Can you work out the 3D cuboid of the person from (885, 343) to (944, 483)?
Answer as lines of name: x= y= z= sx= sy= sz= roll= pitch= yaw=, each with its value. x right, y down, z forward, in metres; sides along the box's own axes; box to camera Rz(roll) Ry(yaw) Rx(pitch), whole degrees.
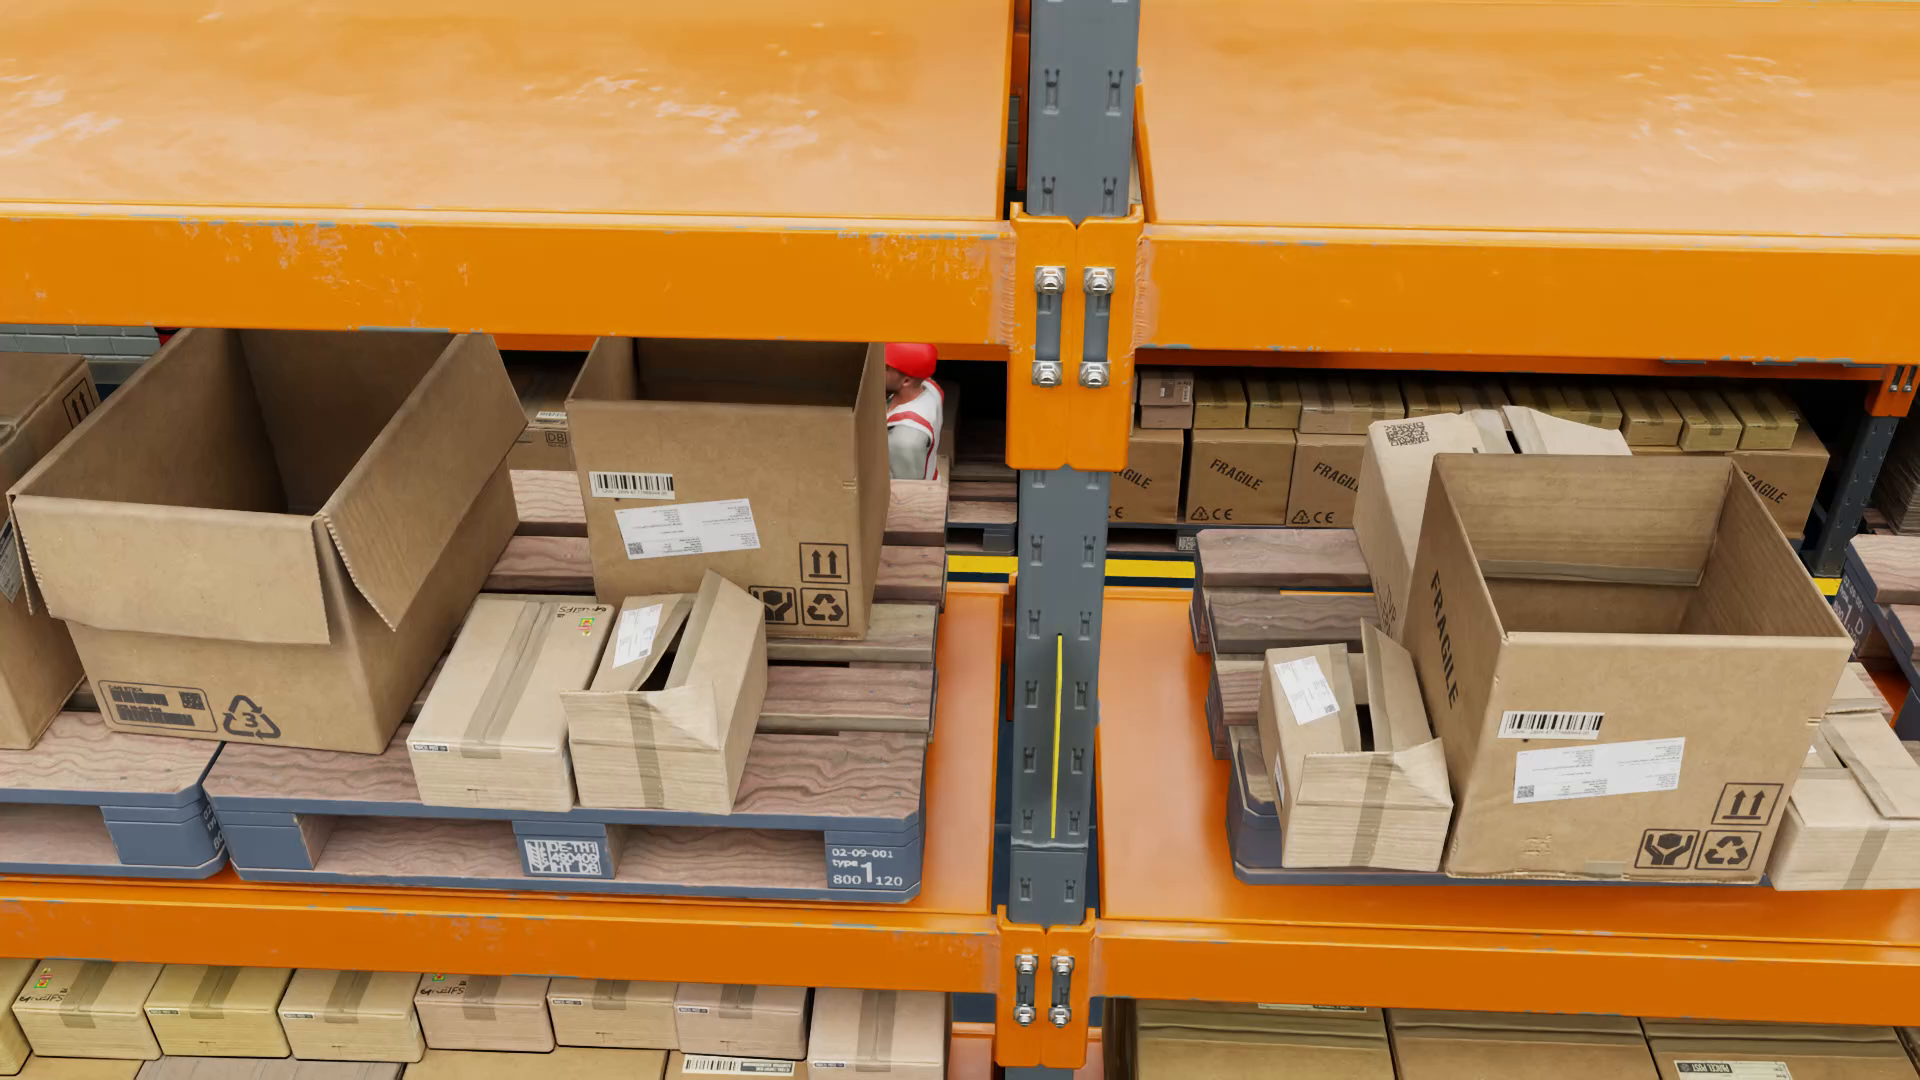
person: x=-0.243 y=-0.100 z=7.201 sx=0.392 sy=1.789 sz=0.563 roll=5 pitch=36 yaw=8
